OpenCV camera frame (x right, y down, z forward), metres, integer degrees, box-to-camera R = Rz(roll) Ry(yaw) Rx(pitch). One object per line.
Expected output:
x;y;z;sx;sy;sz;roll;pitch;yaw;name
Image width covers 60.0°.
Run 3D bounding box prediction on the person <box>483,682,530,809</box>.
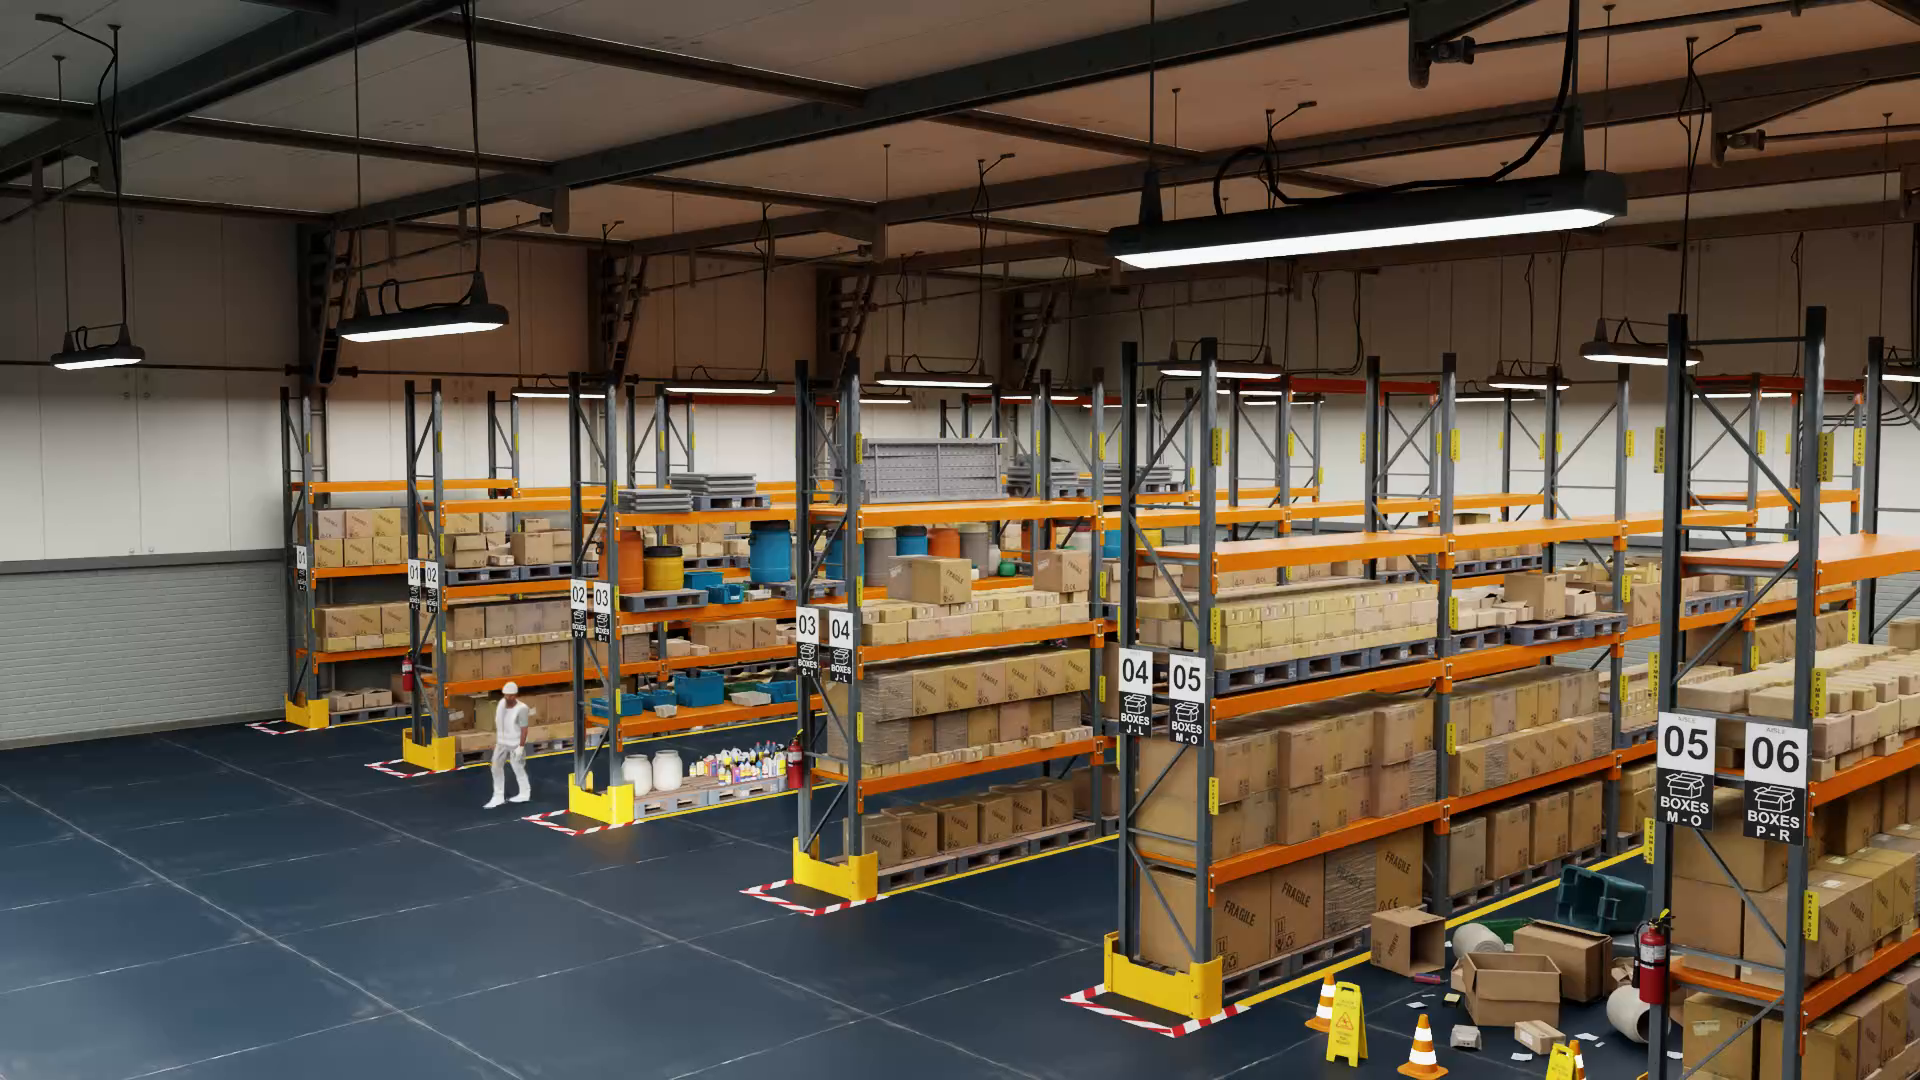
-6.193;2.827;23.023;0.655;1.783;0.622;2;4;24;person
